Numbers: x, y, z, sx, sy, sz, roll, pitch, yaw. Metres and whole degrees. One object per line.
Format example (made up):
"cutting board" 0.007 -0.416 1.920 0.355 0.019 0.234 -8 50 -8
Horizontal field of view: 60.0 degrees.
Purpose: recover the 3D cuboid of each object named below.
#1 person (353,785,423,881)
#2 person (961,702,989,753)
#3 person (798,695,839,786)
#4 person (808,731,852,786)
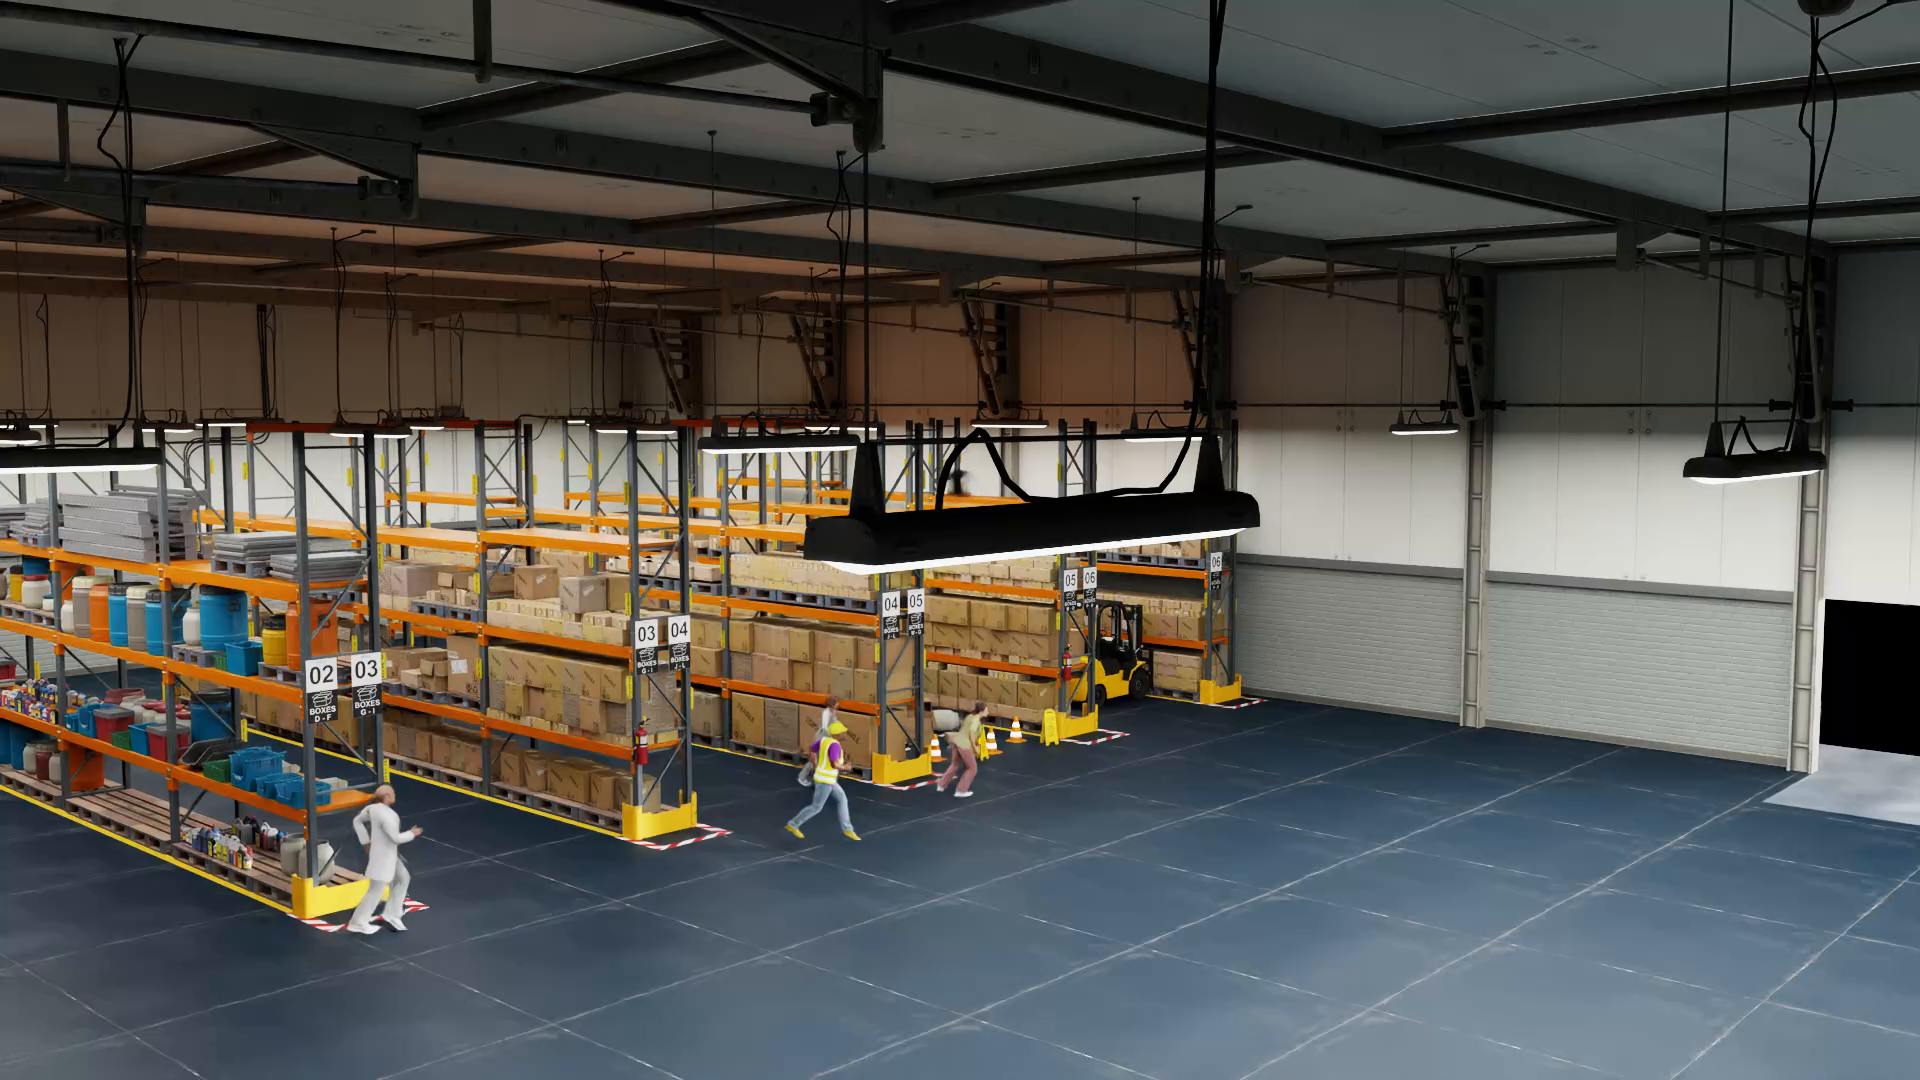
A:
"person" -6.800 3.481 19.835 0.767 1.142 0.656 -2 5 -28
"person" 0.230 3.021 26.894 0.398 0.837 0.554 -2 5 -22
"person" -2.262 3.328 27.313 0.809 1.597 0.523 2 5 23
"person" -1.857 3.091 23.916 0.612 0.841 0.682 -1 5 -9
